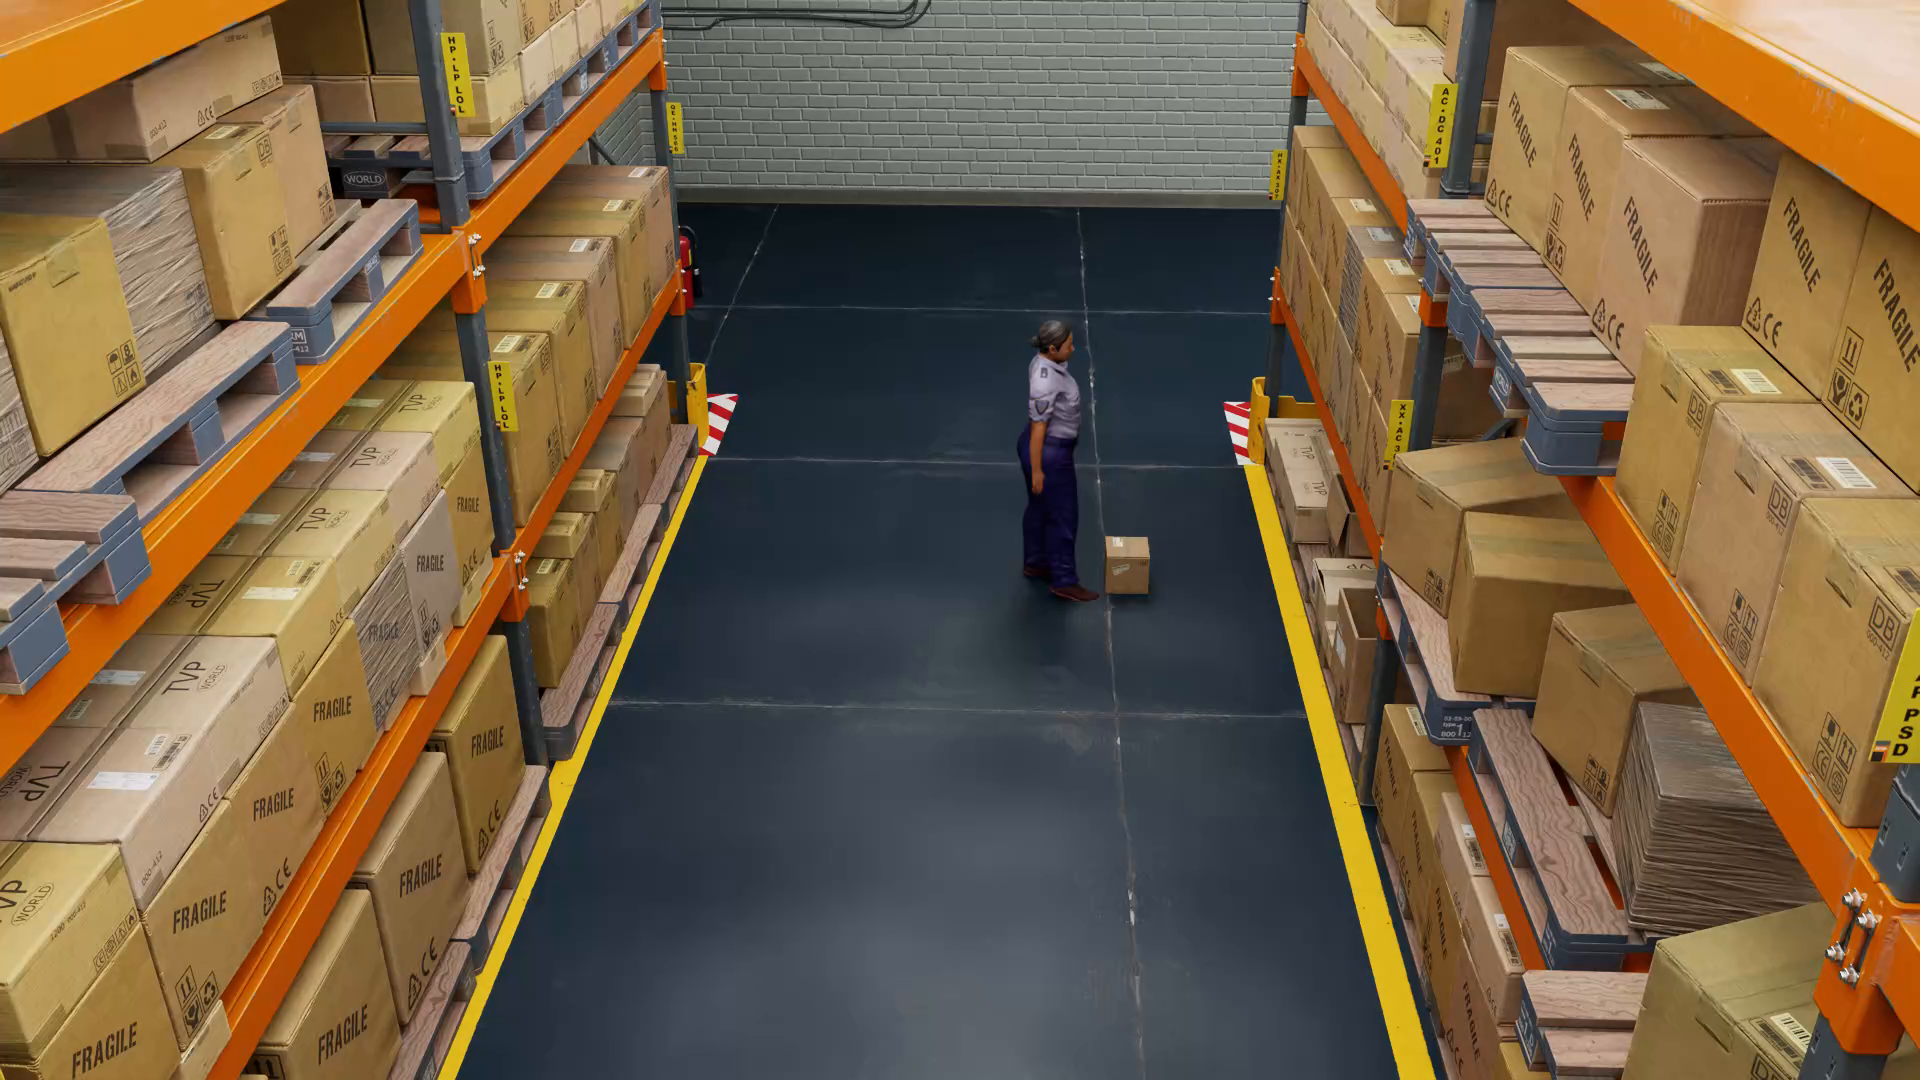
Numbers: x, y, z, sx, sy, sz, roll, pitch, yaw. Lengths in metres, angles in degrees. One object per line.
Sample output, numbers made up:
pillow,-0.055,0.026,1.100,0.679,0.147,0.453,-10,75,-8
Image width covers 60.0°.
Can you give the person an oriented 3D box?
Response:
person,0.571,-0.471,9.526,0.475,1.678,0.512,-2,28,-3
